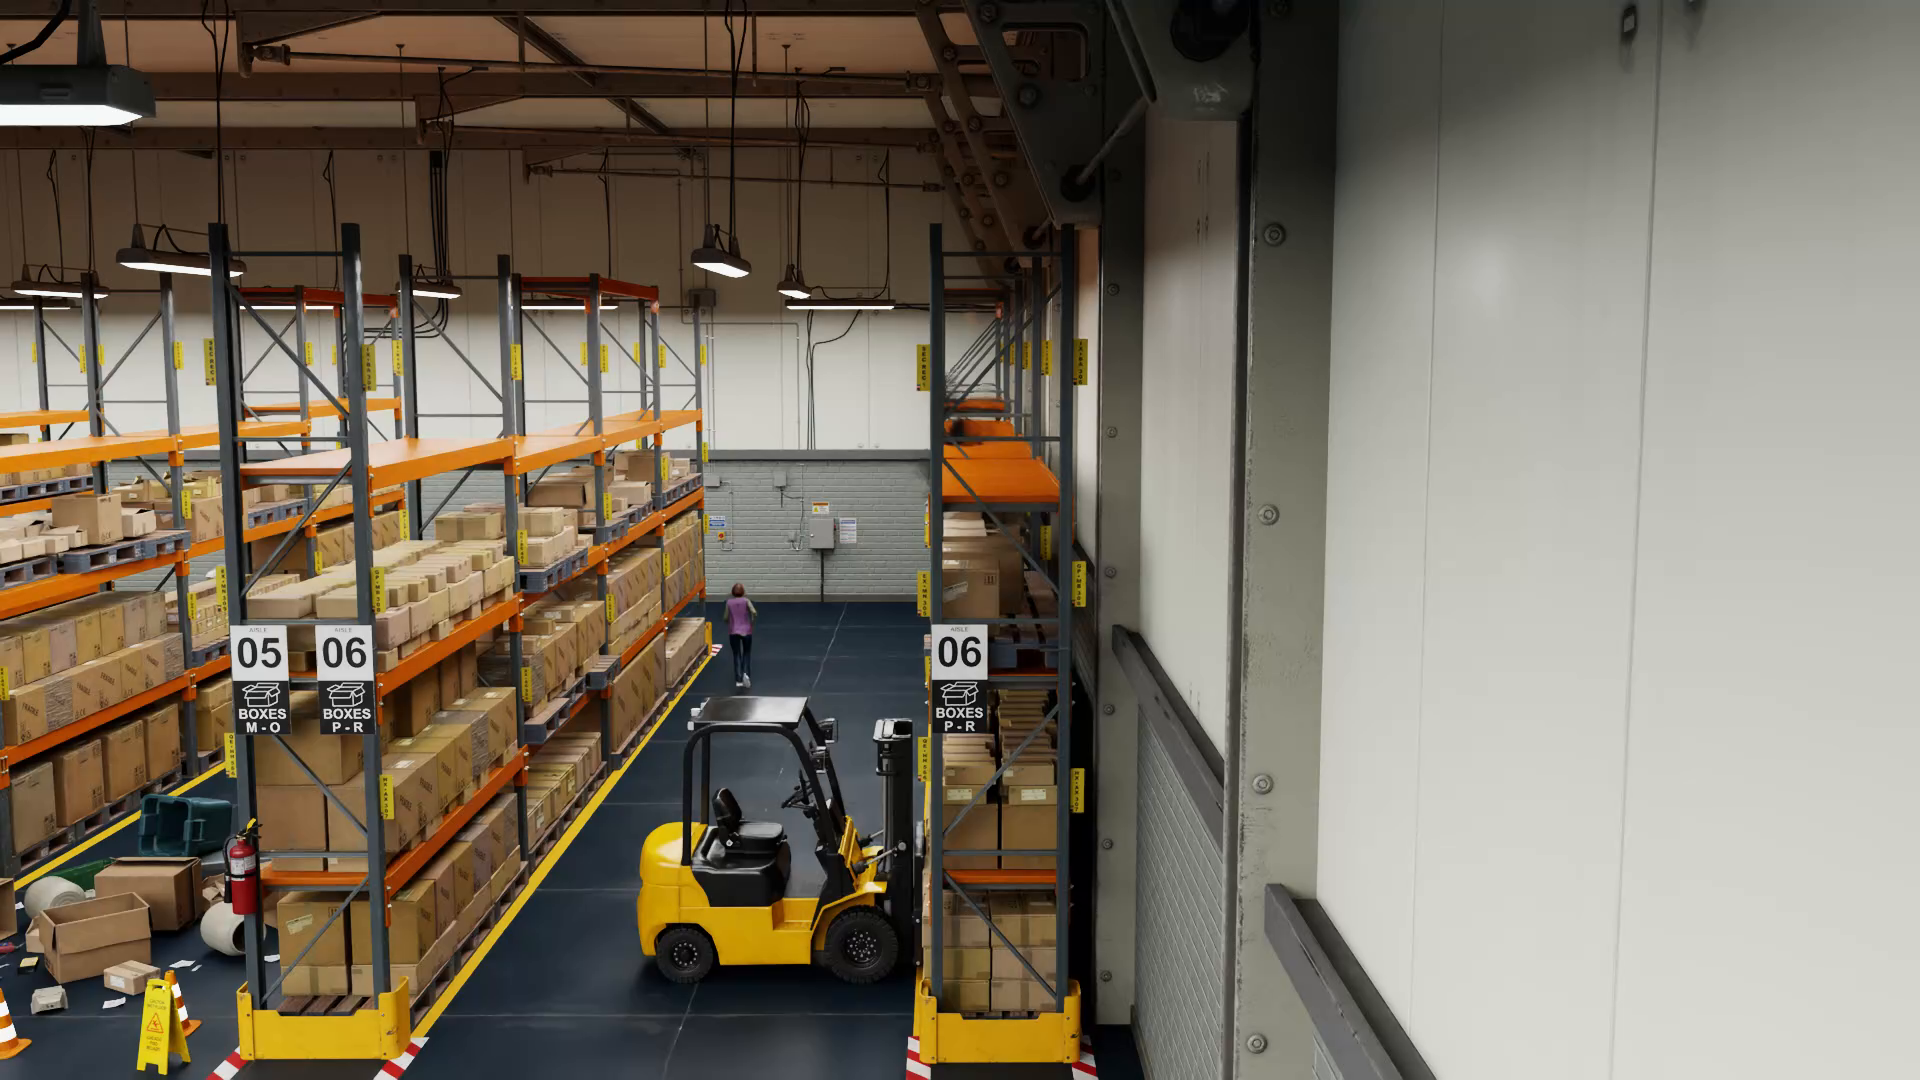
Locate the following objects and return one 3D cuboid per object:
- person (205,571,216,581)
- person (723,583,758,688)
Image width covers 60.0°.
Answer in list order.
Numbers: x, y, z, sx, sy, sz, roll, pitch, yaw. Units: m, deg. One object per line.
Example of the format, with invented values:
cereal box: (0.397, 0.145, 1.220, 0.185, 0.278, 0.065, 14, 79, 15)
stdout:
person: (-11.549, 1.331, 25.739, 0.735, 1.736, 0.784, 1, 7, 7)
person: (-3.314, 1.455, 25.095, 0.515, 1.631, 0.704, -1, 7, -8)
